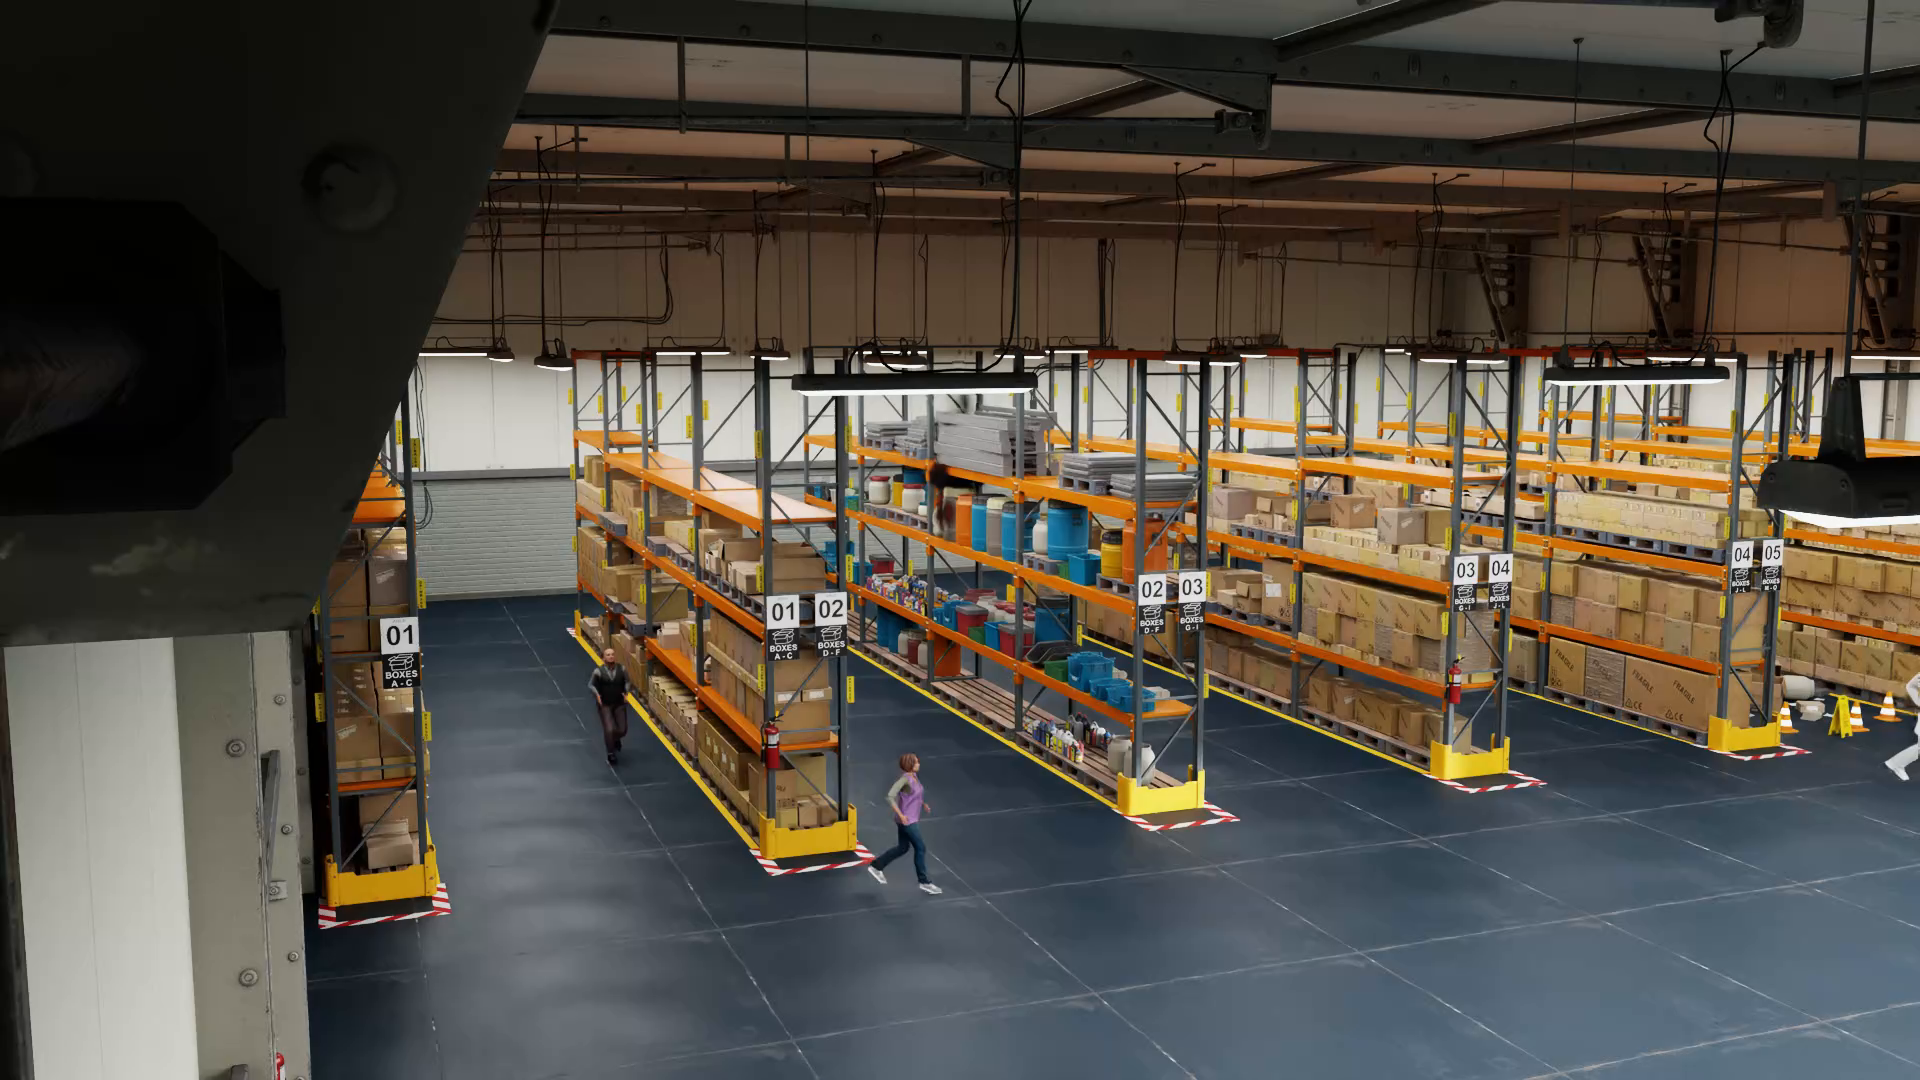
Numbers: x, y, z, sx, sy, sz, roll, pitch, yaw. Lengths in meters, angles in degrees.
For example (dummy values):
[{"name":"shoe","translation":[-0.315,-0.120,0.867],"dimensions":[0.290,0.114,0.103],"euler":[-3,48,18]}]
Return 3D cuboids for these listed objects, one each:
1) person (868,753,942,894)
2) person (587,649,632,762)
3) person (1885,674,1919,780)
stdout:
[{"name":"person","translation":[-0.625,3.199,18.871],"dimensions":[0.860,1.599,0.556],"euler":[1,7,5]},{"name":"person","translation":[-5.184,2.438,24.688],"dimensions":[0.657,1.671,0.612],"euler":[-3,8,-22]},{"name":"person","translation":[13.575,2.539,23.259],"dimensions":[1.056,1.790,0.711],"euler":[3,8,21]}]
